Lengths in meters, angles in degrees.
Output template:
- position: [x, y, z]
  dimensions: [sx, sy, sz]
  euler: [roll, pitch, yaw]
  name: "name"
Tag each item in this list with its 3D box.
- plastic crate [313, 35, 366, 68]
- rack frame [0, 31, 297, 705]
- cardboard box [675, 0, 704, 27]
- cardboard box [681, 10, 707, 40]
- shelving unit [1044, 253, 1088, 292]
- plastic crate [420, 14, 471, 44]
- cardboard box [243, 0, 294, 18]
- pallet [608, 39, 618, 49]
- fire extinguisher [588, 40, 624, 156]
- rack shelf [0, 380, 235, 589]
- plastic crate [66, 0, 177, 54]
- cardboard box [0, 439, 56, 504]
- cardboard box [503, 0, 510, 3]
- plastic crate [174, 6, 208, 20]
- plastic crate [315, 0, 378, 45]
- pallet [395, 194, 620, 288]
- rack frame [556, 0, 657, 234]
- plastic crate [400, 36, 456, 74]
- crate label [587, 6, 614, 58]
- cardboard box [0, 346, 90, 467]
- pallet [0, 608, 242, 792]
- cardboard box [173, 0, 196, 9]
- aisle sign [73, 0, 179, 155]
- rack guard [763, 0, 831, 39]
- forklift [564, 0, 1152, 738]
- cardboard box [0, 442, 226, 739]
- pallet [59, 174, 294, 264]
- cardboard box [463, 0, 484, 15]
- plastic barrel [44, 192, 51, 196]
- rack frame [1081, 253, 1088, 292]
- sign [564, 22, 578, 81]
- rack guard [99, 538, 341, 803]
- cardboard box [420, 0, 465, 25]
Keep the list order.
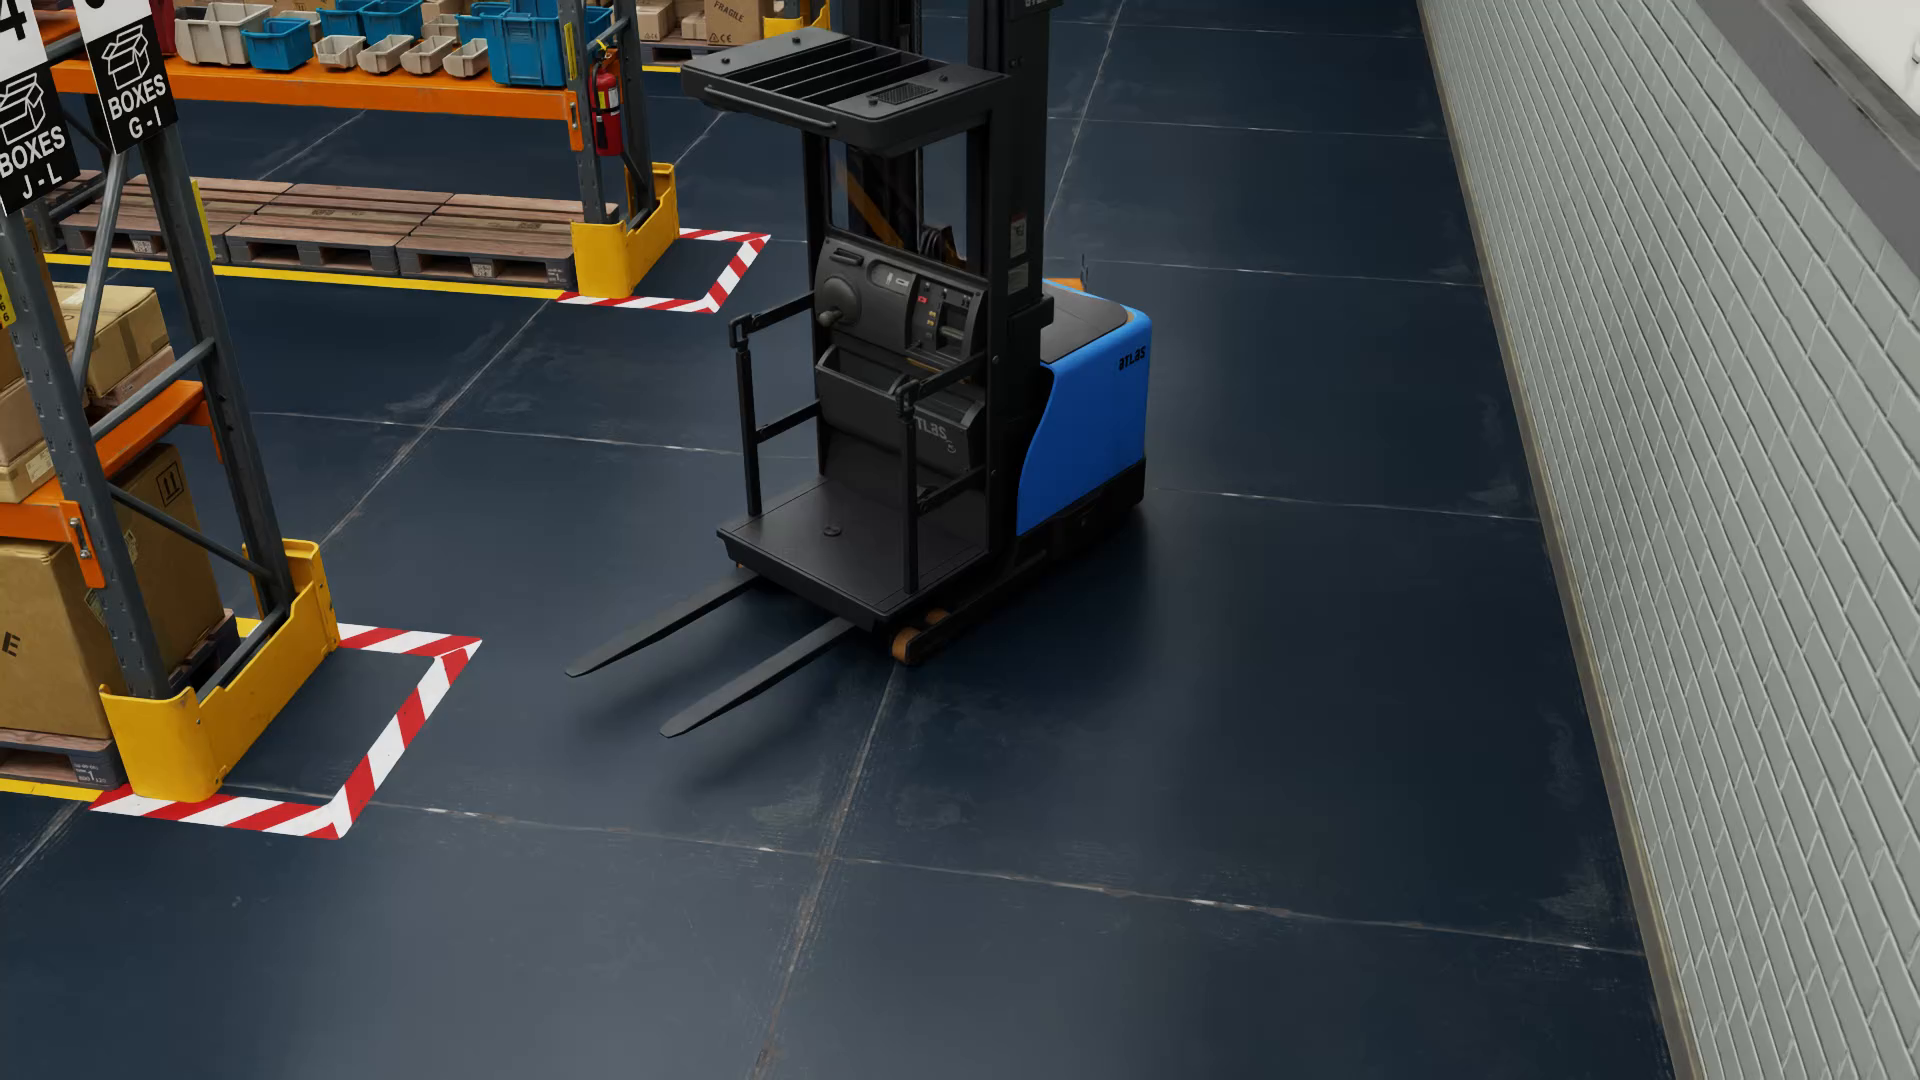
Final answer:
- position: [-3.937, -3.092, 10.555]
  dimensions: [0.250, 0.136, 0.298]
  euler: [5, 32, 8]
  name: "plastic crate"
- position: [-3.079, -0.548, 6.298]
  dimensions: [0.127, 3.000, 1.000]
  euler: [5, 32, 8]
  name: "rack frame"
- position: [-2.390, -4.991, 15.573]
  dimensions: [0.500, 0.250, 0.500]
  euler: [5, 32, 8]
  name: "cardboard box"
- position: [-2.370, -4.717, 15.214]
  dimensions: [0.250, 0.166, 0.380]
  euler: [5, 32, 8]
  name: "cardboard box"
- position: [0.507, -0.990, 8.827]
  dimensions: [0.252, 1.050, 0.215]
  euler: [0, 30, -3]
  name: "shelving unit"
- position: [-3.405, -3.378, 11.012]
  dimensions: [0.298, 0.136, 0.250]
  euler: [5, 32, 8]
  name: "plastic crate"
- position: [-6.372, -5.155, 15.600]
  dimensions: [0.500, 0.500, 0.500]
  euler: [5, 32, 8]
  name: "cardboard box"
- position: [-3.469, -4.734, 15.614]
  dimensions: [1.213, 0.211, 1.003]
  euler: [5, 32, 8]
  name: "pallet"
- position: [-2.174, -2.696, 10.154]
  dimensions: [0.183, 0.674, 0.296]
  euler: [5, 32, 8]
  name: "fire extinguisher"
- position: [-5.051, -0.421, 6.774]
  dimensions: [4.000, 0.370, 1.077]
  euler: [5, 32, 8]
  name: "rack shelf"
- position: [-5.351, -3.337, 10.637]
  dimensions: [0.583, 0.464, 0.402]
  euler: [5, 32, 8]
  name: "plastic crate"
- position: [-3.485, -0.301, 6.140]
  dimensions: [0.250, 0.149, 0.380]
  euler: [6, 33, 9]
  name: "cardboard box"
- position: [-4.003, -5.163, 15.790]
  dimensions: [0.500, 0.311, 0.500]
  euler: [5, 32, 8]
  name: "cardboard box"
- position: [-5.040, -3.444, 11.129]
  dimensions: [0.590, 0.125, 0.437]
  euler: [5, 32, 8]
  name: "plastic crate"
- position: [-4.027, -3.431, 11.006]
  dimensions: [0.300, 0.233, 0.416]
  euler: [5, 32, 8]
  name: "plastic crate"
- position: [-3.052, -2.050, 11.326]
  dimensions: [1.213, 0.211, 1.003]
  euler: [5, 32, 8]
  name: "pallet"
- position: [-2.246, -3.138, 10.436]
  dimensions: [0.127, 3.000, 1.000]
  euler: [5, 32, 8]
  name: "rack frame"
- position: [-3.363, -3.063, 10.509]
  dimensions: [0.243, 0.136, 0.396]
  euler: [5, 32, 8]
  name: "plastic crate"
- position: [-2.434, -3.287, 10.775]
  dimensions: [0.303, 0.233, 0.416]
  euler: [5, 32, 8]
  name: "crate label"
- position: [-3.601, -0.515, 6.106]
  dimensions: [0.500, 0.250, 0.500]
  euler: [5, 32, 7]
  name: "cardboard box"
- position: [-3.880, 0.604, 7.086]
  dimensions: [1.213, 0.211, 1.003]
  euler: [5, 32, 8]
  name: "pallet"
- position: [-7.368, -5.244, 15.742]
  dimensions: [0.500, 0.500, 0.500]
  euler: [4, 32, 7]
  name: "cardboard box"
- position: [-2.958, -1.800, 5.848]
  dimensions: [0.004, 0.787, 0.394]
  euler: [5, 32, 8]
  name: "aisle sign"
- position: [-1.484, -4.676, 15.249]
  dimensions: [0.348, 0.500, 1.175]
  euler: [5, 32, 8]
  name: "rack guard"
- position: [-0.411, -0.992, 7.073]
  dimensions: [1.130, 2.935, 3.031]
  euler: [25, 40, 34]
  name: "forklift"
- position: [-3.723, 0.160, 6.774]
  dimensions: [0.875, 0.875, 0.875]
  euler: [5, 32, 8]
  name: "cardboard box"
- position: [-5.457, -2.268, 11.674]
  dimensions: [1.213, 0.211, 1.003]
  euler: [5, 32, 8]
  name: "pallet"
- position: [-4.742, -5.310, 15.847]
  dimensions: [0.500, 0.500, 0.500]
  euler: [5, 32, 8]
  name: "cardboard box"
- position: [-6.722, -2.841, 11.544]
  dimensions: [0.708, 0.901, 0.600]
  euler: [5, 32, 8]
  name: "plastic barrel"
- position: [0.629, -0.989, 8.833]
  dimensions: [0.008, 1.050, 0.200]
  euler: [0, 30, -3]
  name: "rack frame"
- position: [-2.322, -2.918, 9.931]
  dimensions: [0.005, 0.325, 0.100]
  euler: [5, 32, 8]
  name: "sign"
- position: [-3.055, 0.514, 6.957]
  dimensions: [0.348, 0.500, 1.175]
  euler: [5, 32, 8]
  name: "rack guard"
- position: [-4.974, -4.982, 15.501]
  dimensions: [0.500, 0.311, 0.500]
  euler: [5, 32, 8]
  name: "cardboard box"
